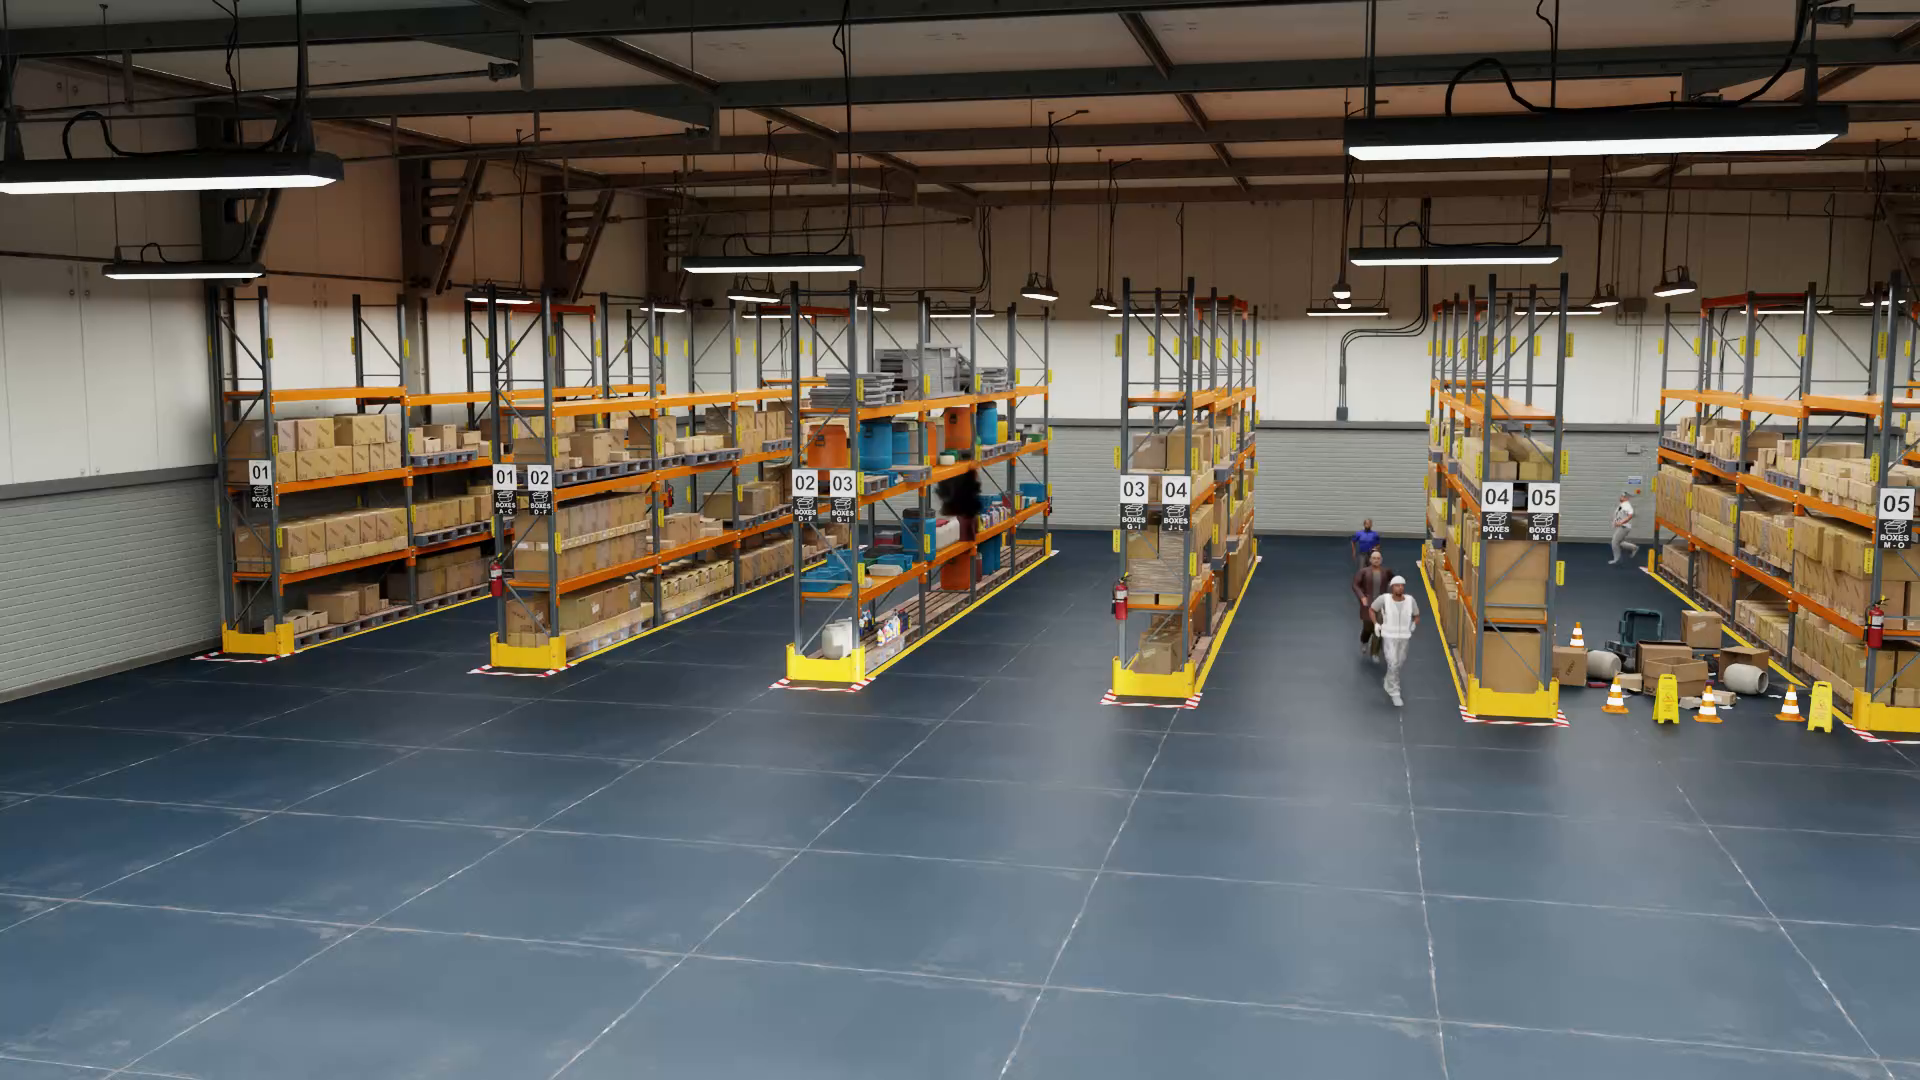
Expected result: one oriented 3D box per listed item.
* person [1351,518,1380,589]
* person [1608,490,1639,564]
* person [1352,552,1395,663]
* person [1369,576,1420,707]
[{"bbox_3d":[8.088,0.381,33.128,0.550,1.626,0.646,1,7,5],"label":"person"},{"bbox_3d":[15.482,-0.296,38.709,0.680,1.755,0.665,2,7,16],"label":"person"},{"bbox_3d":[6.695,1.060,26.841,0.738,1.765,0.770,1,7,7],"label":"person"},{"bbox_3d":[6.200,1.393,23.661,0.686,1.793,0.956,-1,7,-5],"label":"person"}]
